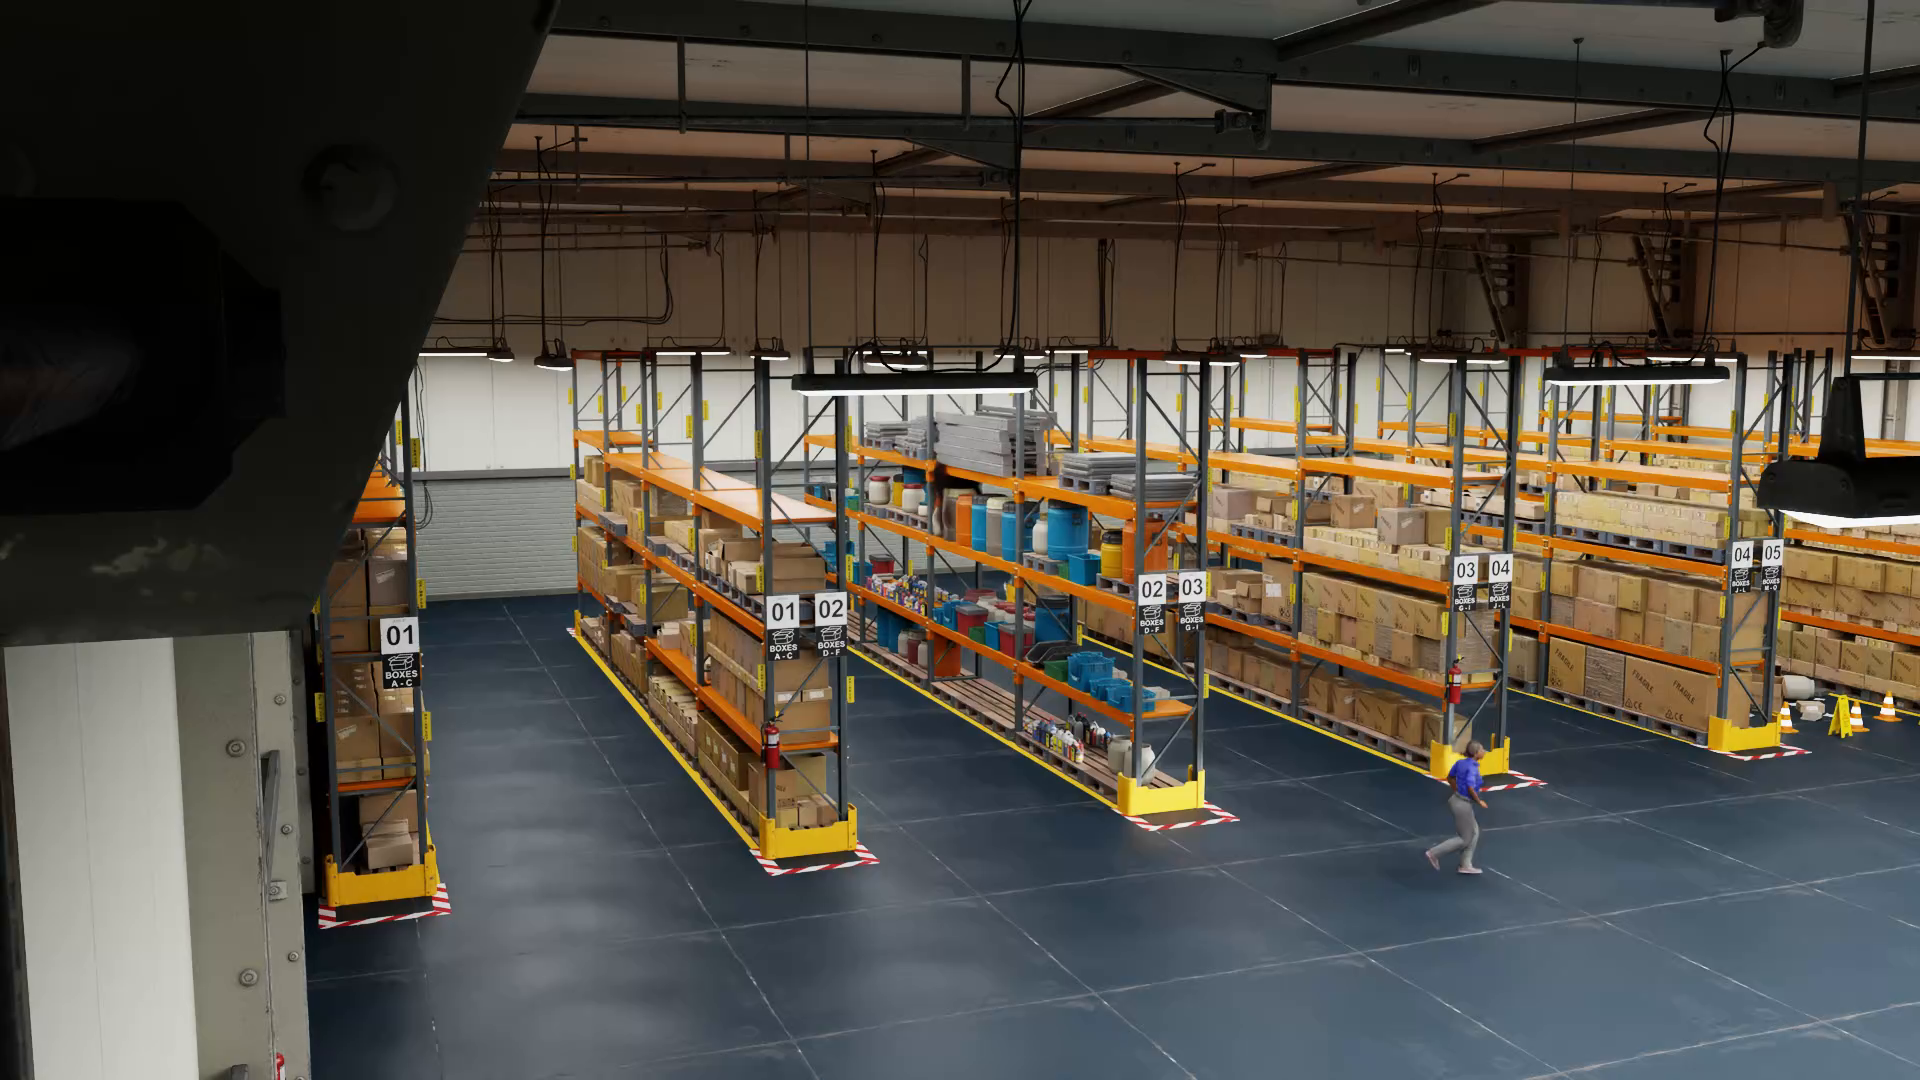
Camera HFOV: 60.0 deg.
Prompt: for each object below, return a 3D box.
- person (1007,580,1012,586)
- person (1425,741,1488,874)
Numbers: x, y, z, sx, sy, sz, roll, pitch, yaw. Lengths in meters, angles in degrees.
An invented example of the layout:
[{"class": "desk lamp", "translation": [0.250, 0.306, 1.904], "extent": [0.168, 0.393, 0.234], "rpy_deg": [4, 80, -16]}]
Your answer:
[{"class": "person", "translation": [1.356, 0.615, 40.087], "extent": [0.467, 1.522, 0.595], "rpy_deg": [3, 8, 26]}, {"class": "person", "translation": [5.814, 3.137, 19.447], "extent": [0.671, 1.608, 0.579], "rpy_deg": [0, 7, -2]}]
